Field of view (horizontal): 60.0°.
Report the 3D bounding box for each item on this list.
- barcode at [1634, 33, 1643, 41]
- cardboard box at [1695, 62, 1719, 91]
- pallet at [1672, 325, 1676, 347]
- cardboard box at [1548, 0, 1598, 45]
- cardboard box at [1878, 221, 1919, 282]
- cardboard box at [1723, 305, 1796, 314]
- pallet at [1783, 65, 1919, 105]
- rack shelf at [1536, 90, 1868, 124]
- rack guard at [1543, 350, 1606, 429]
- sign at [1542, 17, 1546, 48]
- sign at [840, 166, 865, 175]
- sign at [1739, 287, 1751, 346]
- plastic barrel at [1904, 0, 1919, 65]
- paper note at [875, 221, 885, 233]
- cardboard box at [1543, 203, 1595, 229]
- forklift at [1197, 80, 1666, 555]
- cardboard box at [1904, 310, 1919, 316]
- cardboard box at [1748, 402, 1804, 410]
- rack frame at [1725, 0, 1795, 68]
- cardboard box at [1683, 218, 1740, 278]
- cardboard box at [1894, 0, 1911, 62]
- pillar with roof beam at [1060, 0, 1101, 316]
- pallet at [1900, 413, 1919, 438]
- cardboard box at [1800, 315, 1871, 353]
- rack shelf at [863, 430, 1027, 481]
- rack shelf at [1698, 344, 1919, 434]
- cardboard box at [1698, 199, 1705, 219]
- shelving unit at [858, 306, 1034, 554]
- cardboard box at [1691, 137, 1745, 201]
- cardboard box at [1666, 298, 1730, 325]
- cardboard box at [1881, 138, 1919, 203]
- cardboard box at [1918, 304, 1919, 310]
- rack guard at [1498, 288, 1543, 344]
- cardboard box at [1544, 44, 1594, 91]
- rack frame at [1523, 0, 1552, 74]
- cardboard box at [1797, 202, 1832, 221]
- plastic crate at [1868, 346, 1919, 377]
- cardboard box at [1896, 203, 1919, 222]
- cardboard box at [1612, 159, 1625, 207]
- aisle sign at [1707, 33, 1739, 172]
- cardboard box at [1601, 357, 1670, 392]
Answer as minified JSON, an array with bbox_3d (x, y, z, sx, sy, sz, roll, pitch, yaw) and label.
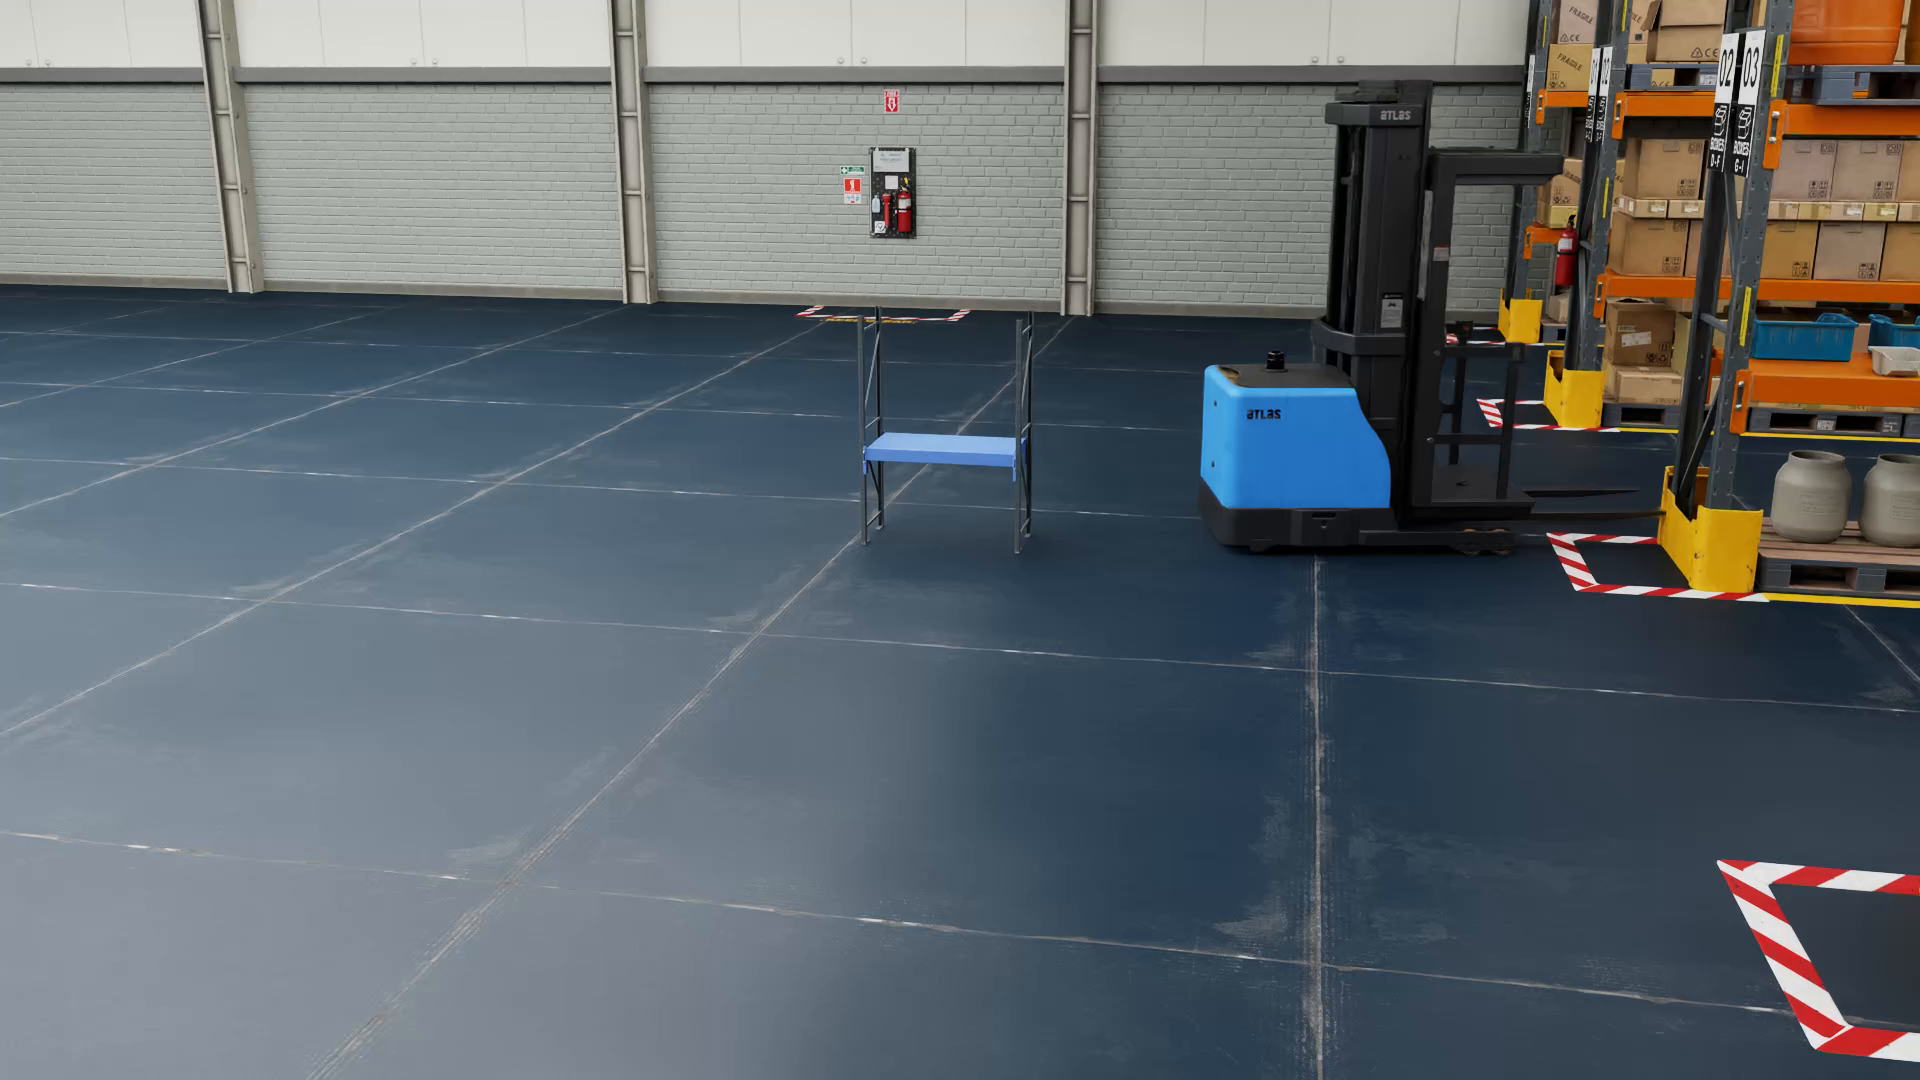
[{"bbox_3d":[5.951,-4.410,14.586,0.075,0.075,0.001,3,16,11],"label":"barcode"},{"bbox_3d":[8.379,-5.203,18.313,0.500,0.500,0.500,4,16,15],"label":"cardboard box"},{"bbox_3d":[8.598,-2.405,19.277,1.213,0.211,1.003,3,16,11],"label":"pallet"},{"bbox_3d":[6.872,-5.772,18.492,0.500,0.500,0.500,2,16,7],"label":"cardboard box"},{"bbox_3d":[8.034,-2.486,14.160,0.500,0.500,0.700,3,16,12],"label":"cardboard box"},{"bbox_3d":[7.127,-1.813,14.877,0.500,0.500,0.500,3,16,11],"label":"cardboard box"},{"bbox_3d":[5.360,-2.564,9.363,1.213,0.211,1.003,3,16,11],"label":"pallet"},{"bbox_3d":[8.502,-4.863,18.657,4.000,0.370,1.077,3,16,11],"label":"rack shelf"},{"bbox_3d":[5.536,-1.371,15.005,0.348,0.500,1.175,3,16,11],"label":"rack guard"},{"bbox_3d":[6.435,-5.595,18.316,0.005,0.325,0.100,3,16,11],"label":"sign"},{"bbox_3d":[-1.411,-4.846,21.810,0.331,0.109,0.001,3,16,11],"label":"sign"},{"bbox_3d":[4.455,-1.268,9.434,0.005,0.325,0.100,3,16,11],"label":"sign"},{"bbox_3d":[5.711,-2.990,9.409,0.600,0.588,0.600,0,15,0],"label":"plastic barrel"},{"bbox_3d":[-1.052,-4.123,21.908,0.142,0.148,0.016,3,16,11],"label":"paper note"},{"bbox_3d":[6.958,-3.699,18.969,0.500,0.250,0.500,3,16,9],"label":"cardboard box"},{"bbox_3d":[3.168,-1.457,10.760,3.031,2.935,1.130,0,15,-1],"label":"forklift"},{"bbox_3d":[8.595,-1.731,14.583,0.500,0.500,0.500,3,16,11],"label":"cardboard box"},{"bbox_3d":[7.021,-1.313,14.475,0.500,0.250,0.500,3,16,11],"label":"cardboard box"},{"bbox_3d":[4.568,-4.170,9.189,0.127,3.000,1.000,3,16,11],"label":"rack frame"},{"bbox_3d":[6.530,-2.568,14.455,0.500,0.500,0.700,4,16,13],"label":"cardboard box"},{"bbox_3d":[7.890,-4.247,13.845,0.637,0.503,0.797,5,16,17],"label":"cardboard box"},{"bbox_3d":[0.663,-6.144,16.314,0.400,9.000,9.100,3,16,11],"label":"pillar with roof beam"},{"bbox_3d":[8.708,-1.071,14.463,1.213,0.211,1.003,3,16,11],"label":"pallet"},{"bbox_3d":[7.510,-1.646,14.274,0.500,0.500,0.500,3,16,11],"label":"cardboard box"},{"bbox_3d":[-0.084,-0.554,10.856,1.000,0.185,0.538,3,16,11],"label":"rack shelf"},{"bbox_3d":[6.528,-0.826,9.701,4.000,0.370,1.077,3,16,11],"label":"rack shelf"},{"bbox_3d":[6.404,-2.831,14.191,0.250,0.149,0.380,3,16,11],"label":"cardboard box"},{"bbox_3d":[-0.084,-0.727,10.808,1.048,1.500,0.538,3,16,11],"label":"shelving unit"},{"bbox_3d":[6.582,-3.190,14.272,0.500,0.500,0.700,3,16,10],"label":"cardboard box"},{"bbox_3d":[8.470,-2.735,19.105,0.500,0.500,0.700,2,16,8],"label":"cardboard box"},{"bbox_3d":[8.057,-3.110,13.984,0.500,0.500,0.700,3,16,11],"label":"cardboard box"},{"bbox_3d":[11.187,-2.630,18.727,0.500,0.500,0.700,4,16,13],"label":"cardboard box"},{"bbox_3d":[6.617,-2.662,19.665,0.348,0.500,1.175,3,16,11],"label":"rack guard"},{"bbox_3d":[6.820,-5.291,18.629,0.500,0.500,0.500,4,16,13],"label":"cardboard box"},{"bbox_3d":[6.543,-6.762,18.545,0.127,3.000,1.000,3,16,11],"label":"rack frame"},{"bbox_3d":[7.163,-2.790,14.042,0.250,0.149,0.380,3,16,10],"label":"cardboard box"},{"bbox_3d":[5.381,-1.020,9.549,0.250,0.136,0.298,3,16,11],"label":"plastic crate"},{"bbox_3d":[7.926,-2.749,13.894,0.250,0.149,0.380,4,16,13],"label":"cardboard box"},{"bbox_3d":[7.433,-4.036,18.783,0.500,0.500,0.500,3,16,11],"label":"cardboard box"},{"bbox_3d":[4.557,-2.613,9.937,0.004,0.787,0.394,3,16,11],"label":"aisle sign"},{"bbox_3d":[6.144,-1.500,15.154,0.500,0.250,0.500,3,16,11],"label":"cardboard box"}]
